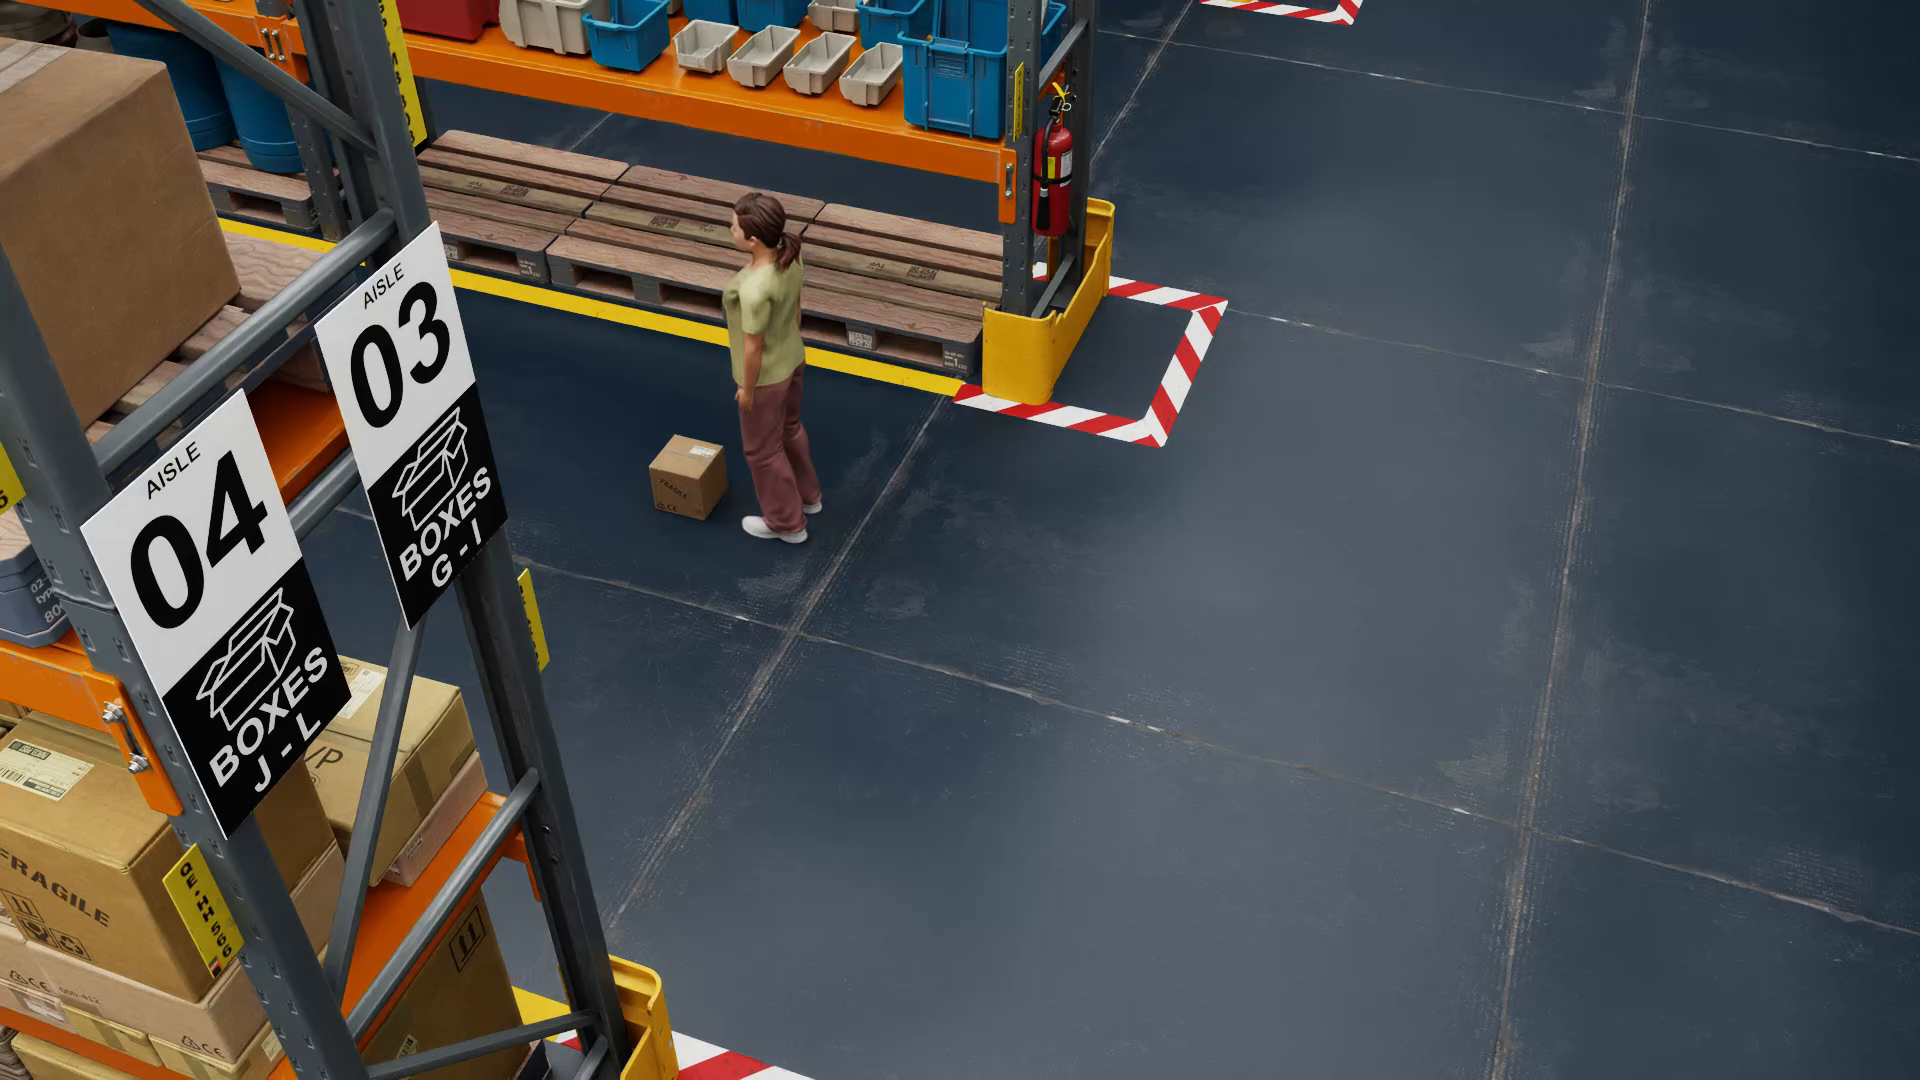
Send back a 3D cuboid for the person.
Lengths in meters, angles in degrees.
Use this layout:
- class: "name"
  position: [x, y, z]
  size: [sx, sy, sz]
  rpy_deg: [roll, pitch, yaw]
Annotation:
- class: "person"
  position: [-0.792, -0.702, 6.955]
  size: [0.369, 1.669, 0.440]
  rpy_deg: [15, 44, 16]
